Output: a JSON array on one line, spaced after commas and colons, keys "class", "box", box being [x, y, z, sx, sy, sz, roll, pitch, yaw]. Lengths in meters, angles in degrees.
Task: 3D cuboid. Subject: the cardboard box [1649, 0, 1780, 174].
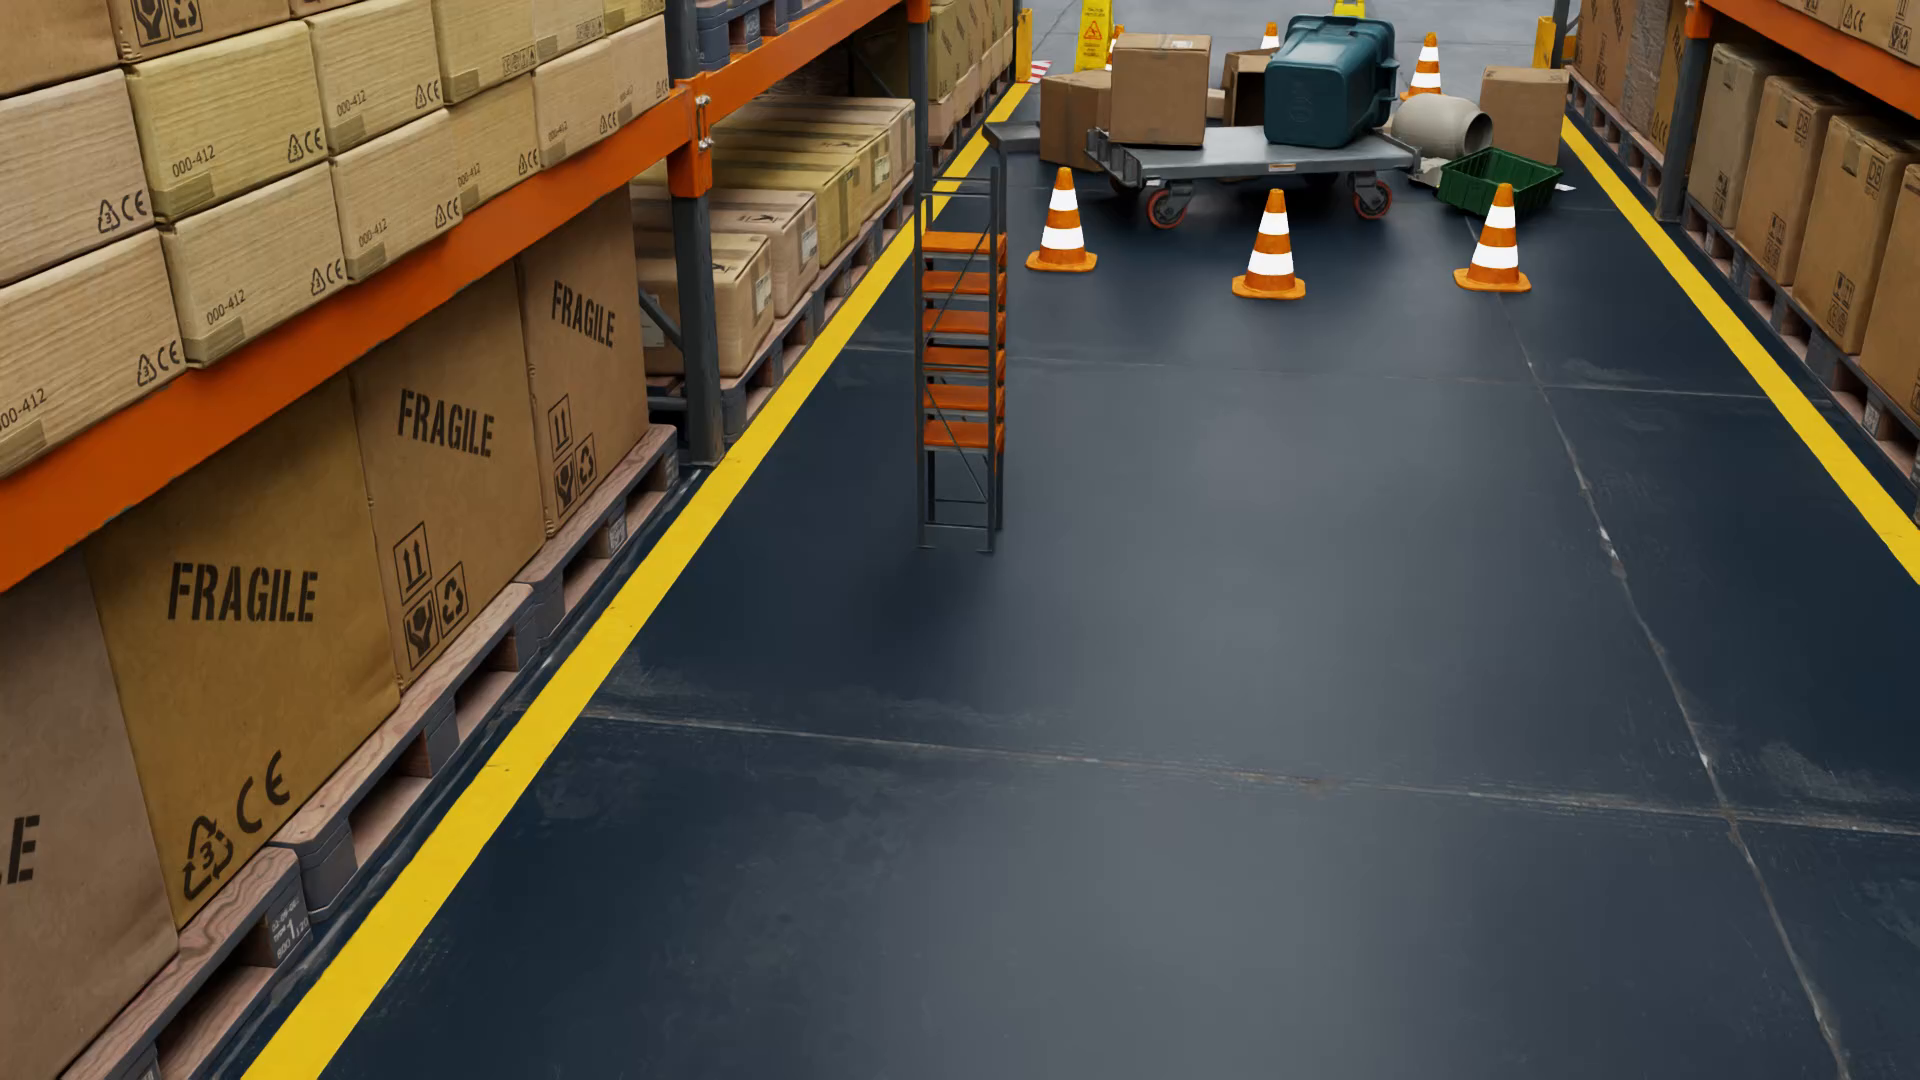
[{"class": "cardboard box", "box": [4.392, -2.521, 9.109, 0.875, 0.875, 0.875, 4, 25, 9]}]

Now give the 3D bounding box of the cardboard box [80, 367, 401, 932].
[{"class": "cardboard box", "box": [-1.825, 0.139, 3.426, 0.875, 0.875, 0.875, 5, 26, 10]}]

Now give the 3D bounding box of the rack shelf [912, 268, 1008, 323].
[{"class": "rack shelf", "box": [0.002, -0.727, 4.926, 0.258, 0.103, 0.180, 4, 25, 9]}]

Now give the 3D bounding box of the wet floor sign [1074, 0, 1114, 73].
[{"class": "wet floor sign", "box": [1.061, -3.948, 12.923, 0.267, 0.644, 0.232, 13, 28, 26]}]

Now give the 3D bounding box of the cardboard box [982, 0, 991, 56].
[{"class": "cardboard box", "box": [-0.071, -3.511, 11.077, 0.500, 0.500, 0.500, 3, 25, 7]}]

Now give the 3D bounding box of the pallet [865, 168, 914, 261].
[{"class": "pallet", "box": [-0.805, -1.747, 8.734, 1.003, 0.211, 1.213, 4, 25, 9]}]

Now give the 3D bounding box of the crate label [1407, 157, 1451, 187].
[{"class": "crate label", "box": [2.749, -2.130, 9.638, 0.298, 0.136, 0.250, -14, 29, -27]}]

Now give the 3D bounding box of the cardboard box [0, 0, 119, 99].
[{"class": "cardboard box", "box": [-1.576, -0.867, 2.267, 0.500, 0.500, 0.500, 4, 25, 8]}]

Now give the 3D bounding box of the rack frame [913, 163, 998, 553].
[{"class": "rack frame", "box": [-0.013, -0.511, 4.927, 0.240, 1.200, 0.006, 4, 25, 9]}]

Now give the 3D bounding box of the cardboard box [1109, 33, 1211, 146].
[{"class": "cardboard box", "box": [1.081, -2.436, 8.972, 0.500, 0.500, 0.500, 4, 25, 9]}]

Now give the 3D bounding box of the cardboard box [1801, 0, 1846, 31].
[{"class": "cardboard box", "box": [3.620, -2.247, 6.394, 0.500, 0.500, 0.500, 4, 25, 9]}]

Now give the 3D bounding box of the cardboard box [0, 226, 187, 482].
[{"class": "cardboard box", "box": [-1.572, -0.305, 2.539, 0.500, 0.250, 0.500, 3, 25, 7]}]

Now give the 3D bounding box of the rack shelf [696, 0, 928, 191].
[{"class": "rack shelf", "box": [-1.006, -2.174, 7.204, 1.077, 0.370, 4.000, 4, 25, 9]}]

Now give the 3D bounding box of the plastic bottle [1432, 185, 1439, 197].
[{"class": "plastic bottle", "box": [2.777, -1.925, 9.290, 0.133, 0.061, 0.283, -9, 27, -19]}]

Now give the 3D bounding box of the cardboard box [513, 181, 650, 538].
[{"class": "cardboard box", "box": [-1.528, -0.608, 5.021, 0.875, 0.875, 0.875, 4, 25, 8]}]

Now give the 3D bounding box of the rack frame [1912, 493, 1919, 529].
[{"class": "rack frame", "box": [3.567, -1.362, 4.622, 1.000, 3.000, 0.127, 4, 25, 9]}]

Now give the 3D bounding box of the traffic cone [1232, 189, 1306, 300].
[{"class": "traffic cone", "box": [1.438, -1.381, 7.654, 0.336, 0.463, 0.334, 4, 25, 9]}]

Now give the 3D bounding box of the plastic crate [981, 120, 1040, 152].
[{"class": "plastic crate", "box": [0.386, -2.614, 10.739, 0.402, 0.080, 0.583, -5, 25, -10]}]

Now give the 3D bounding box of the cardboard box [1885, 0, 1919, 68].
[{"class": "cardboard box", "box": [3.458, -1.823, 5.489, 0.500, 0.500, 0.500, 4, 25, 9]}]

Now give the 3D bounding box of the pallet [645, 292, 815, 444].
[{"class": "pallet", "box": [-1.204, -0.727, 6.554, 1.003, 0.211, 1.213, 4, 25, 9]}]

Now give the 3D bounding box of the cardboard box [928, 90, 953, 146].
[{"class": "cardboard box", "box": [-0.317, -2.509, 9.820, 0.500, 0.250, 0.500, 3, 25, 6]}]

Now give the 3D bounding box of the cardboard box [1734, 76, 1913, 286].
[{"class": "cardboard box", "box": [4.046, -1.538, 7.155, 1.050, 0.750, 0.750, 4, 25, 9]}]

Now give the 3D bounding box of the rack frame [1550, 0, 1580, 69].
[{"class": "rack frame", "box": [4.874, -4.708, 11.771, 1.000, 3.000, 0.127, 4, 25, 9]}]

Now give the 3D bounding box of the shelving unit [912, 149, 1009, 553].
[{"class": "shelving unit", "box": [0.002, -0.549, 5.009, 0.258, 1.200, 0.189, 4, 25, 9]}]

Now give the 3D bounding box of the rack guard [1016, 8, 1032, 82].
[{"class": "rack guard", "box": [-0.038, -3.845, 12.875, 1.175, 0.500, 0.348, 4, 25, 9]}]

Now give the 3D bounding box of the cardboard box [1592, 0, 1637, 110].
[{"class": "cardboard box", "box": [4.687, -3.280, 10.730, 0.875, 0.875, 0.875, 4, 25, 8]}]

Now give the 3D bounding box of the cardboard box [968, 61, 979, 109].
[{"class": "cardboard box", "box": [-0.157, -2.955, 10.773, 0.500, 0.250, 0.500, 4, 25, 8]}]

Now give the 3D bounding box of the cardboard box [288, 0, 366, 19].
[{"class": "cardboard box", "box": [-1.413, -1.293, 3.177, 0.500, 0.500, 0.500, 4, 25, 8]}]

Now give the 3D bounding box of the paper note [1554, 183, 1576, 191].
[{"class": "paper note", "box": [3.437, -2.035, 9.561, 0.147, 0.020, 0.142, -14, 29, -27]}]

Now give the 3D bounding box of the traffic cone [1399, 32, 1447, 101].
[{"class": "traffic cone", "box": [3.386, -3.436, 12.044, 0.336, 0.463, 0.334, 4, 25, 9]}]

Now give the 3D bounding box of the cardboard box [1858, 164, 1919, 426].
[{"class": "cardboard box", "box": [3.755, -0.782, 5.541, 1.050, 0.750, 0.750, 4, 25, 8]}]

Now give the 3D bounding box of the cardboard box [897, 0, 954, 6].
[{"class": "cardboard box", "box": [-0.237, -3.191, 9.626, 0.380, 0.149, 0.250, 4, 25, 9]}]

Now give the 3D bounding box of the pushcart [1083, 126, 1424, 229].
[{"class": "pushcart", "box": [1.578, -2.011, 9.102, 1.648, 0.377, 0.936, -5, 25, -10]}]

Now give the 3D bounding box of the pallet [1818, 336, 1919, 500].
[{"class": "pallet", "box": [3.770, -0.424, 5.907, 1.003, 0.211, 1.213, 4, 25, 9]}]

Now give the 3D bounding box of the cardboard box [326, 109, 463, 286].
[{"class": "cardboard box", "box": [-1.381, -0.726, 3.440, 0.500, 0.250, 0.500, 4, 25, 8]}]

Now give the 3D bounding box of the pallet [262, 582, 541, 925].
[{"class": "pallet", "box": [-1.738, 0.433, 4.076, 1.003, 0.211, 1.213, 4, 25, 9]}]

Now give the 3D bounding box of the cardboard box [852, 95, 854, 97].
[{"class": "cardboard box", "box": [-0.848, -2.547, 9.901, 0.500, 0.250, 0.500, 5, 26, 11]}]

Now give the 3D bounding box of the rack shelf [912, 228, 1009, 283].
[{"class": "rack shelf", "box": [0.002, -0.835, 4.875, 0.258, 0.103, 0.180, 4, 25, 9]}]

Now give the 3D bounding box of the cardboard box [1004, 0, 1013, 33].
[{"class": "cardboard box", "box": [0.100, -3.940, 11.993, 0.500, 0.500, 0.500, 4, 25, 9]}]

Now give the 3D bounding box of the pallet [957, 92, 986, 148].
[{"class": "pallet", "box": [-0.408, -2.868, 11.129, 1.003, 0.211, 1.213, 4, 25, 9]}]

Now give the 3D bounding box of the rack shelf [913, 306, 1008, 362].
[{"class": "rack shelf", "box": [0.002, -0.618, 4.977, 0.258, 0.103, 0.180, 4, 25, 9]}]

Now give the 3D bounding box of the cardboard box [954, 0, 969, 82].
[{"class": "cardboard box", "box": [-0.241, -3.073, 10.141, 0.500, 0.500, 0.500, 5, 26, 11]}]

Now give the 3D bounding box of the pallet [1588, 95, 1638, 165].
[{"class": "pallet", "box": [4.619, -2.597, 10.549, 1.003, 0.211, 1.213, 4, 25, 9]}]

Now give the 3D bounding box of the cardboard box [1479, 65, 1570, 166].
[{"class": "cardboard box", "box": [3.462, -2.625, 10.265, 0.500, 0.500, 0.500, 8, 26, 18]}]

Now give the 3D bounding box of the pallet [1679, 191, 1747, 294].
[{"class": "pallet", "box": [4.169, -1.444, 8.087, 1.003, 0.211, 1.213, 4, 25, 9]}]

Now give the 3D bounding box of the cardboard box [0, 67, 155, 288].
[{"class": "cardboard box", "box": [-1.579, -0.533, 2.438, 0.500, 0.250, 0.500, 4, 25, 9]}]

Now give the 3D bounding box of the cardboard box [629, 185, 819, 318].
[{"class": "cardboard box", "box": [-1.118, -1.208, 6.897, 0.950, 0.372, 0.625, 4, 25, 8]}]

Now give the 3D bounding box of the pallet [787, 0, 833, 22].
[{"class": "pallet", "box": [-1.050, -2.407, 7.080, 1.003, 0.211, 1.213, 4, 25, 9]}]

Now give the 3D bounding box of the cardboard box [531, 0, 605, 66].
[{"class": "cardboard box", "box": [-1.242, -1.387, 4.262, 0.500, 0.250, 0.500, 3, 25, 7]}]

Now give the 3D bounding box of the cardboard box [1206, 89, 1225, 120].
[{"class": "cardboard box", "box": [1.753, -3.030, 11.548, 0.380, 0.149, 0.250, 19, 31, 35]}]

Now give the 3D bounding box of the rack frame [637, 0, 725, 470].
[{"class": "rack frame", "box": [-1.333, -1.663, 5.265, 1.000, 3.000, 0.127, 4, 25, 9]}]

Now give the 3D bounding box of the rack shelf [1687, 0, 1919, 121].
[{"class": "rack shelf", "box": [3.894, -1.873, 6.562, 1.077, 0.370, 4.000, 4, 25, 9]}]

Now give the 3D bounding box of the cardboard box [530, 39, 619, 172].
[{"class": "cardboard box", "box": [-1.228, -1.151, 4.347, 0.500, 0.250, 0.500, 4, 25, 9]}]

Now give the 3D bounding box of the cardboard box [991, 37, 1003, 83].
[{"class": "cardboard box", "box": [0.015, -3.381, 11.683, 0.500, 0.250, 0.500, 4, 25, 9]}]

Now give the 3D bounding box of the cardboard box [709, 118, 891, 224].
[{"class": "cardboard box", "box": [-0.877, -1.816, 8.195, 0.950, 0.372, 0.625, 6, 26, 12]}]

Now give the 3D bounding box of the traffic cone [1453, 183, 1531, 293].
[{"class": "traffic cone", "box": [2.512, -1.430, 7.760, 0.336, 0.463, 0.334, 4, 25, 9]}]

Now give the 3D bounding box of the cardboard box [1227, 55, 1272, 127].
[{"class": "cardboard box", "box": [2.040, -2.638, 10.132, 0.797, 0.637, 0.503, 4, 25, 9]}]

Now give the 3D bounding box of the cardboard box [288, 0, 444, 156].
[{"class": "cardboard box", "box": [-1.390, -0.954, 3.337, 0.500, 0.250, 0.500, 3, 25, 7]}]
